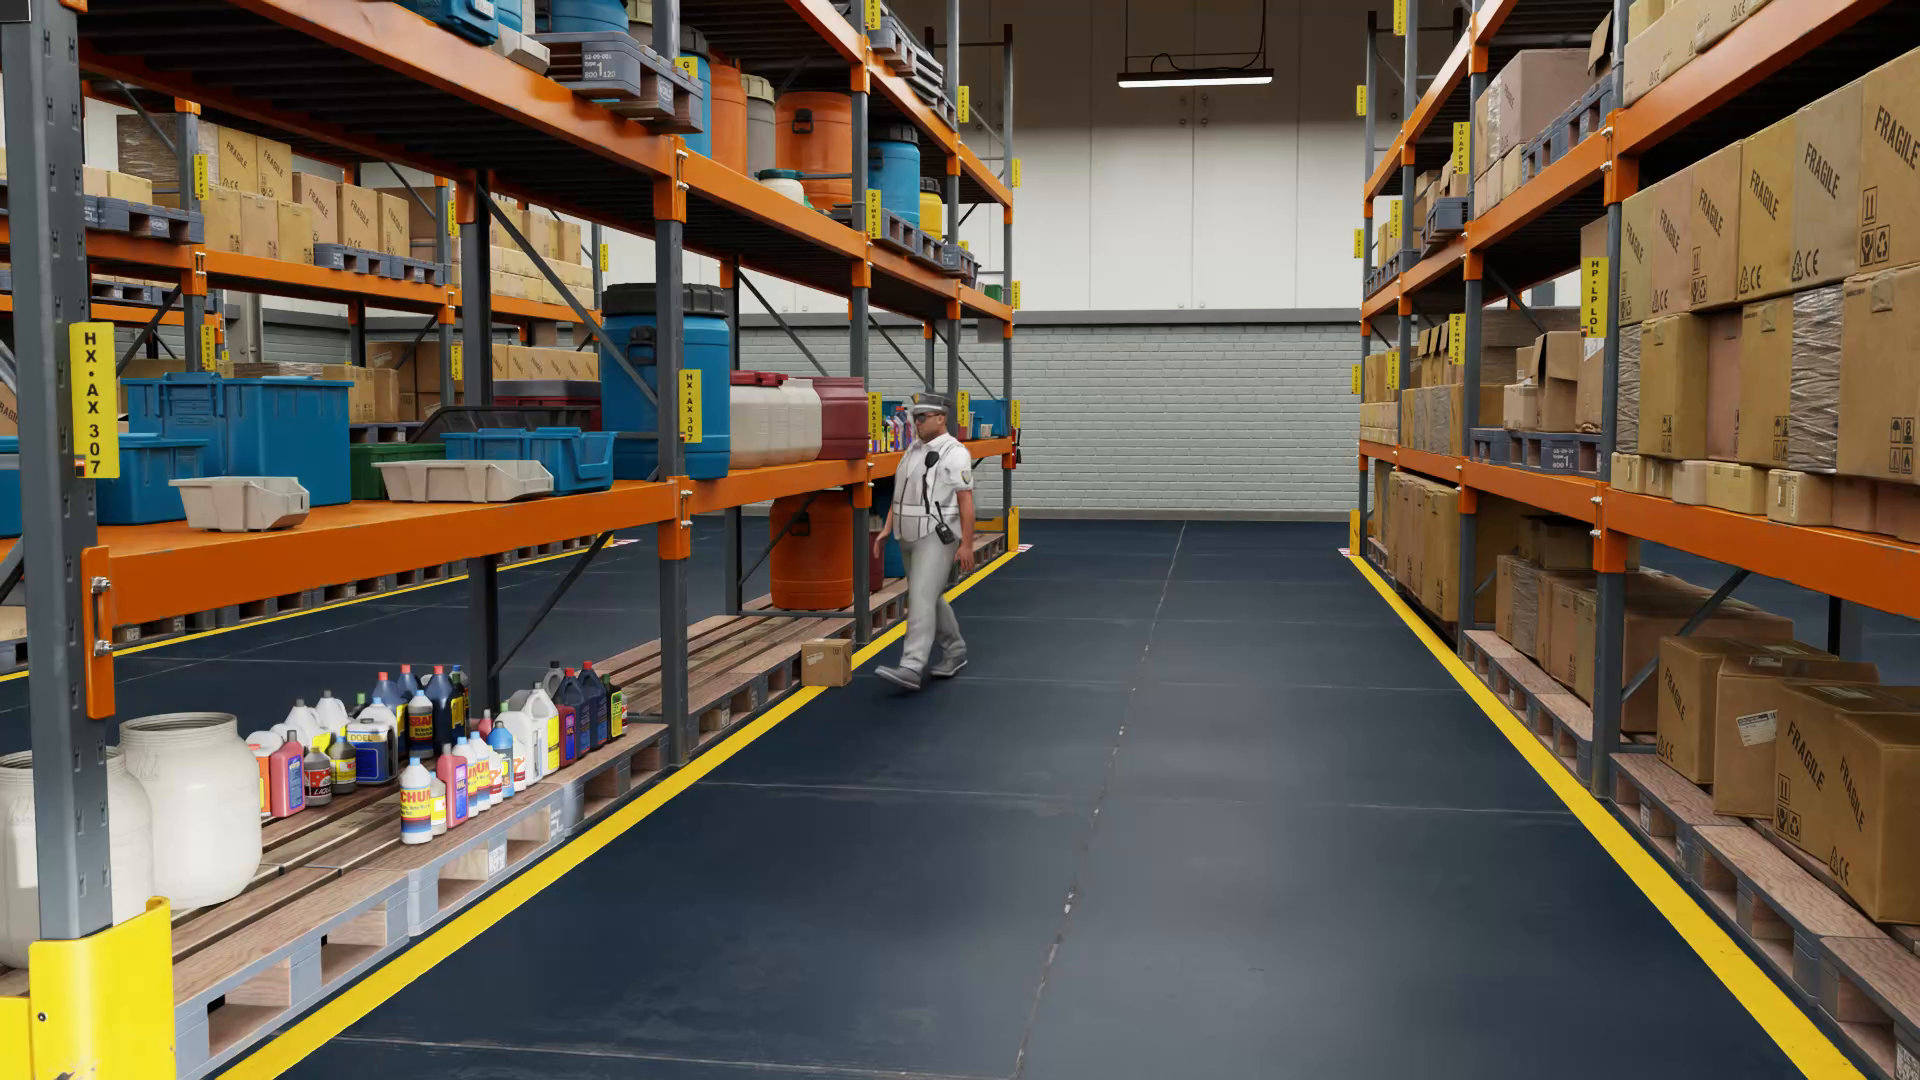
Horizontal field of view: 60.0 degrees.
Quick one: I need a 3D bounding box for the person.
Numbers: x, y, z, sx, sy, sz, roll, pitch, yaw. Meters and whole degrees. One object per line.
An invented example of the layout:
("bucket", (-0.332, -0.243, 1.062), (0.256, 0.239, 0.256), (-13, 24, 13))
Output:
("person", (-0.228, -0.008, 9.775), (0.929, 1.715, 0.614), (-3, 5, -35))
